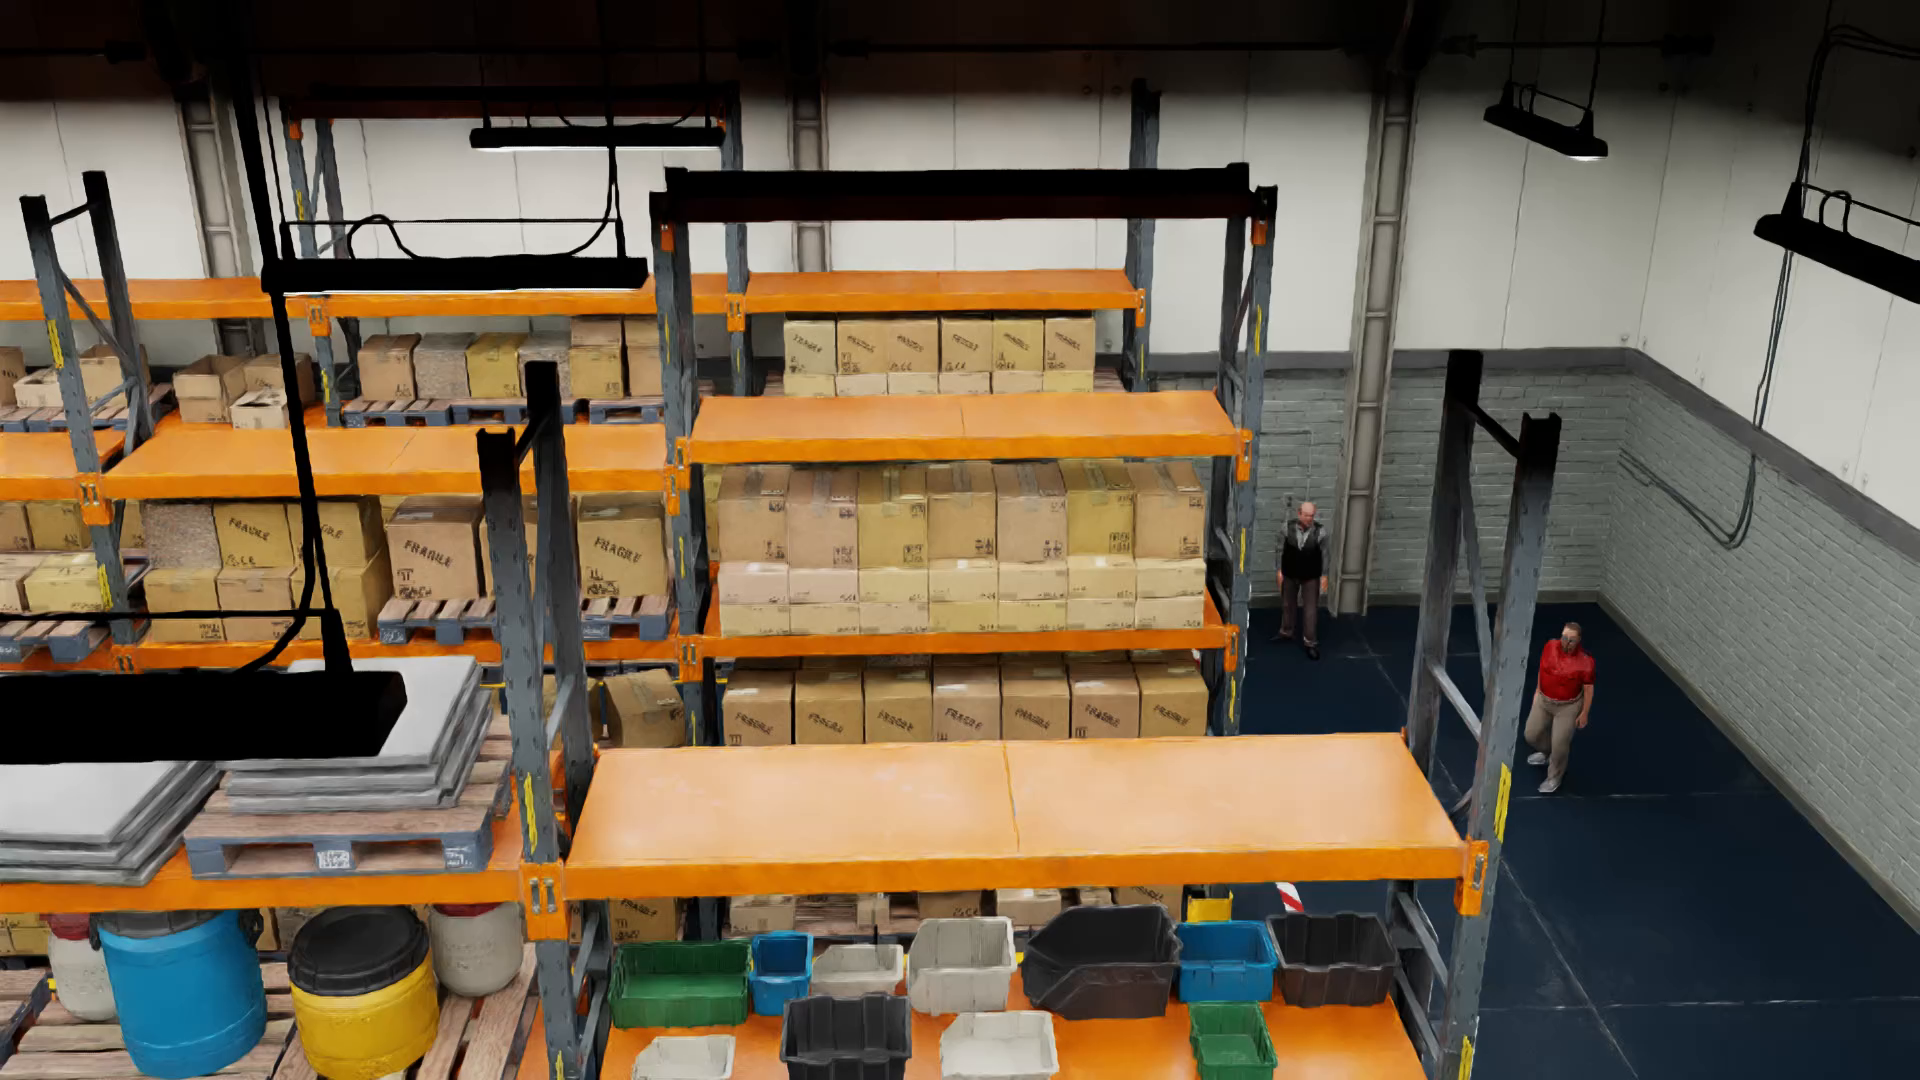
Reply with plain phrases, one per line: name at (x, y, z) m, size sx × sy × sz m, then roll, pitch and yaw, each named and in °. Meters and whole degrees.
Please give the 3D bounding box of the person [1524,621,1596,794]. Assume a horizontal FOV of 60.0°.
person at (5.521, 1.478, 15.235) m, size 0.550 × 1.719 × 0.602 m, roll -17°, pitch 28°, yaw -36°

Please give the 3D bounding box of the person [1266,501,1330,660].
person at (3.654, 0.390, 17.879) m, size 0.636 × 1.726 × 0.464 m, roll 9°, pitch 24°, yaw 21°
